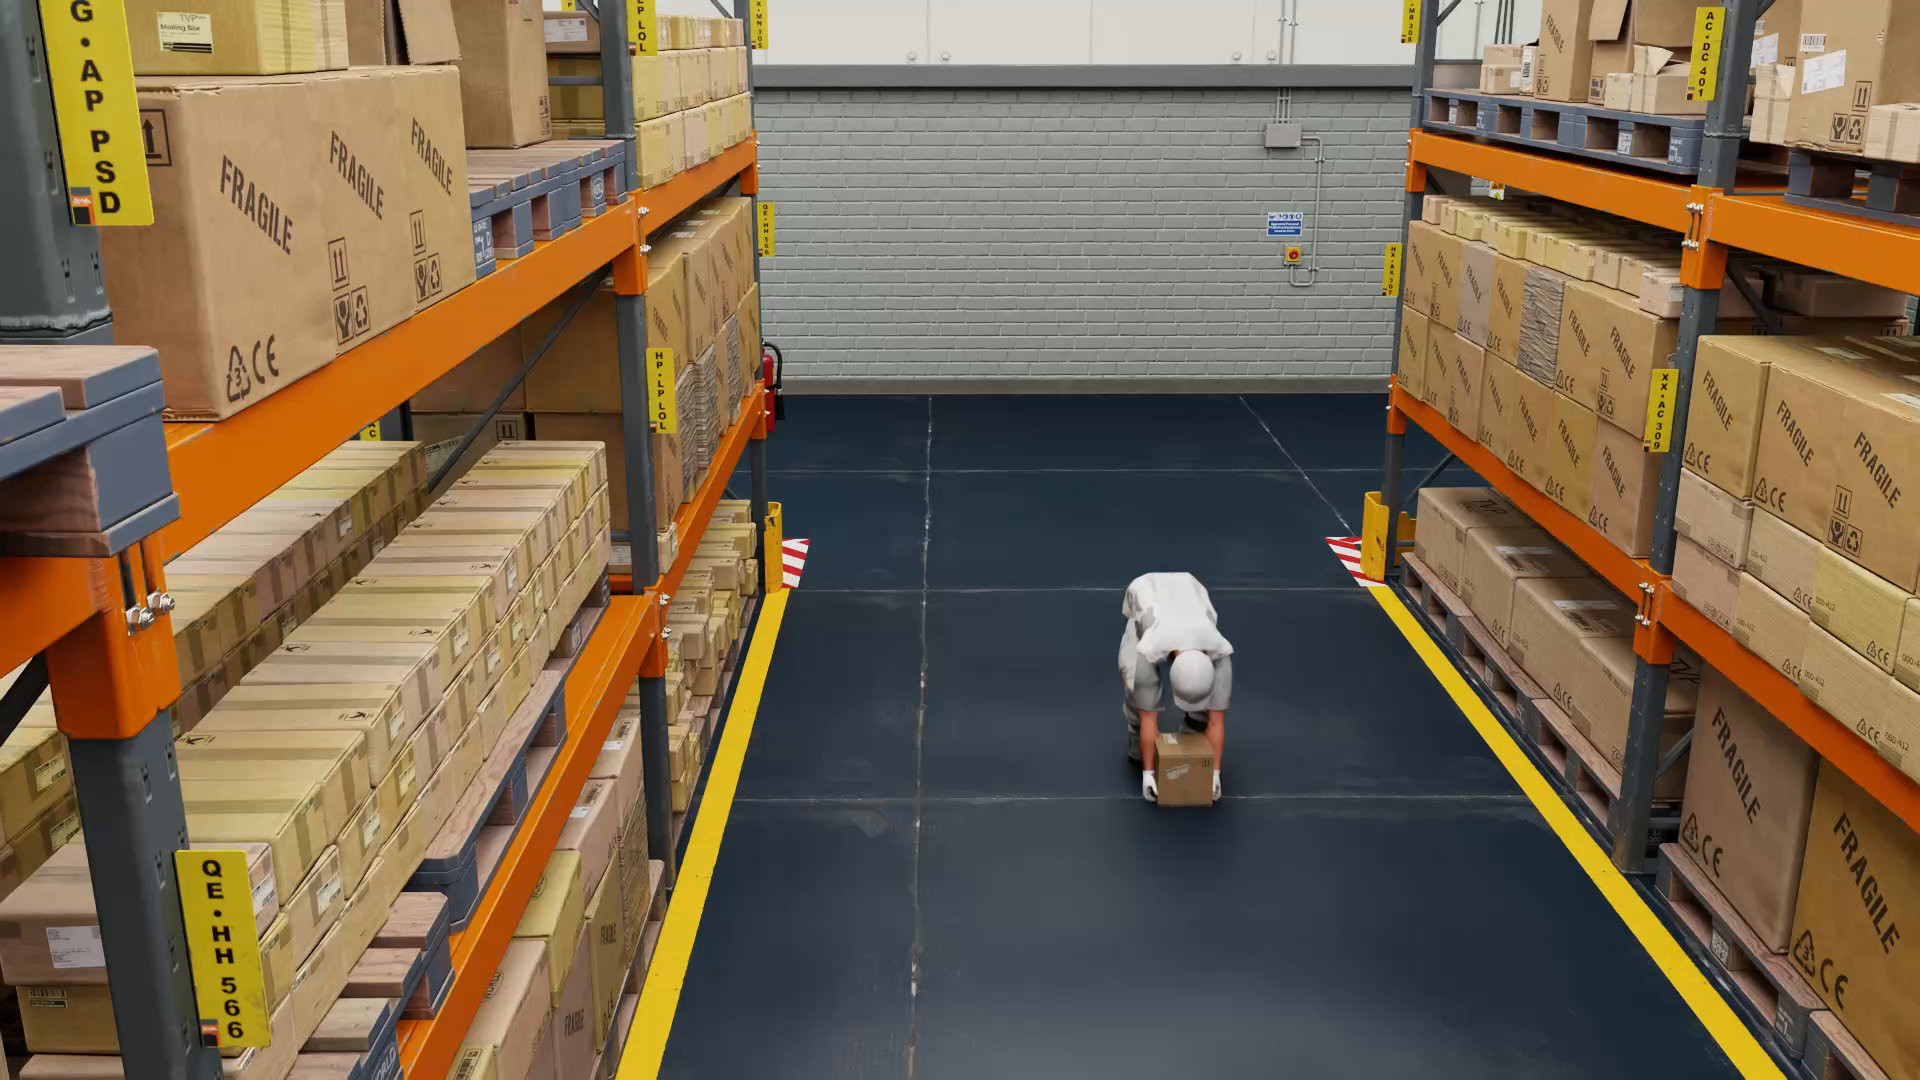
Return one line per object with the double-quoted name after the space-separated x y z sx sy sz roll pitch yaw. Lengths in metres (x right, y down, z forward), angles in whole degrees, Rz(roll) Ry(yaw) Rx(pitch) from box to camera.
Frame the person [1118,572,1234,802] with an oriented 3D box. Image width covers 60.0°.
1.026 0.670 7.851 0.537 0.915 0.956 -1 17 -3 "person"
